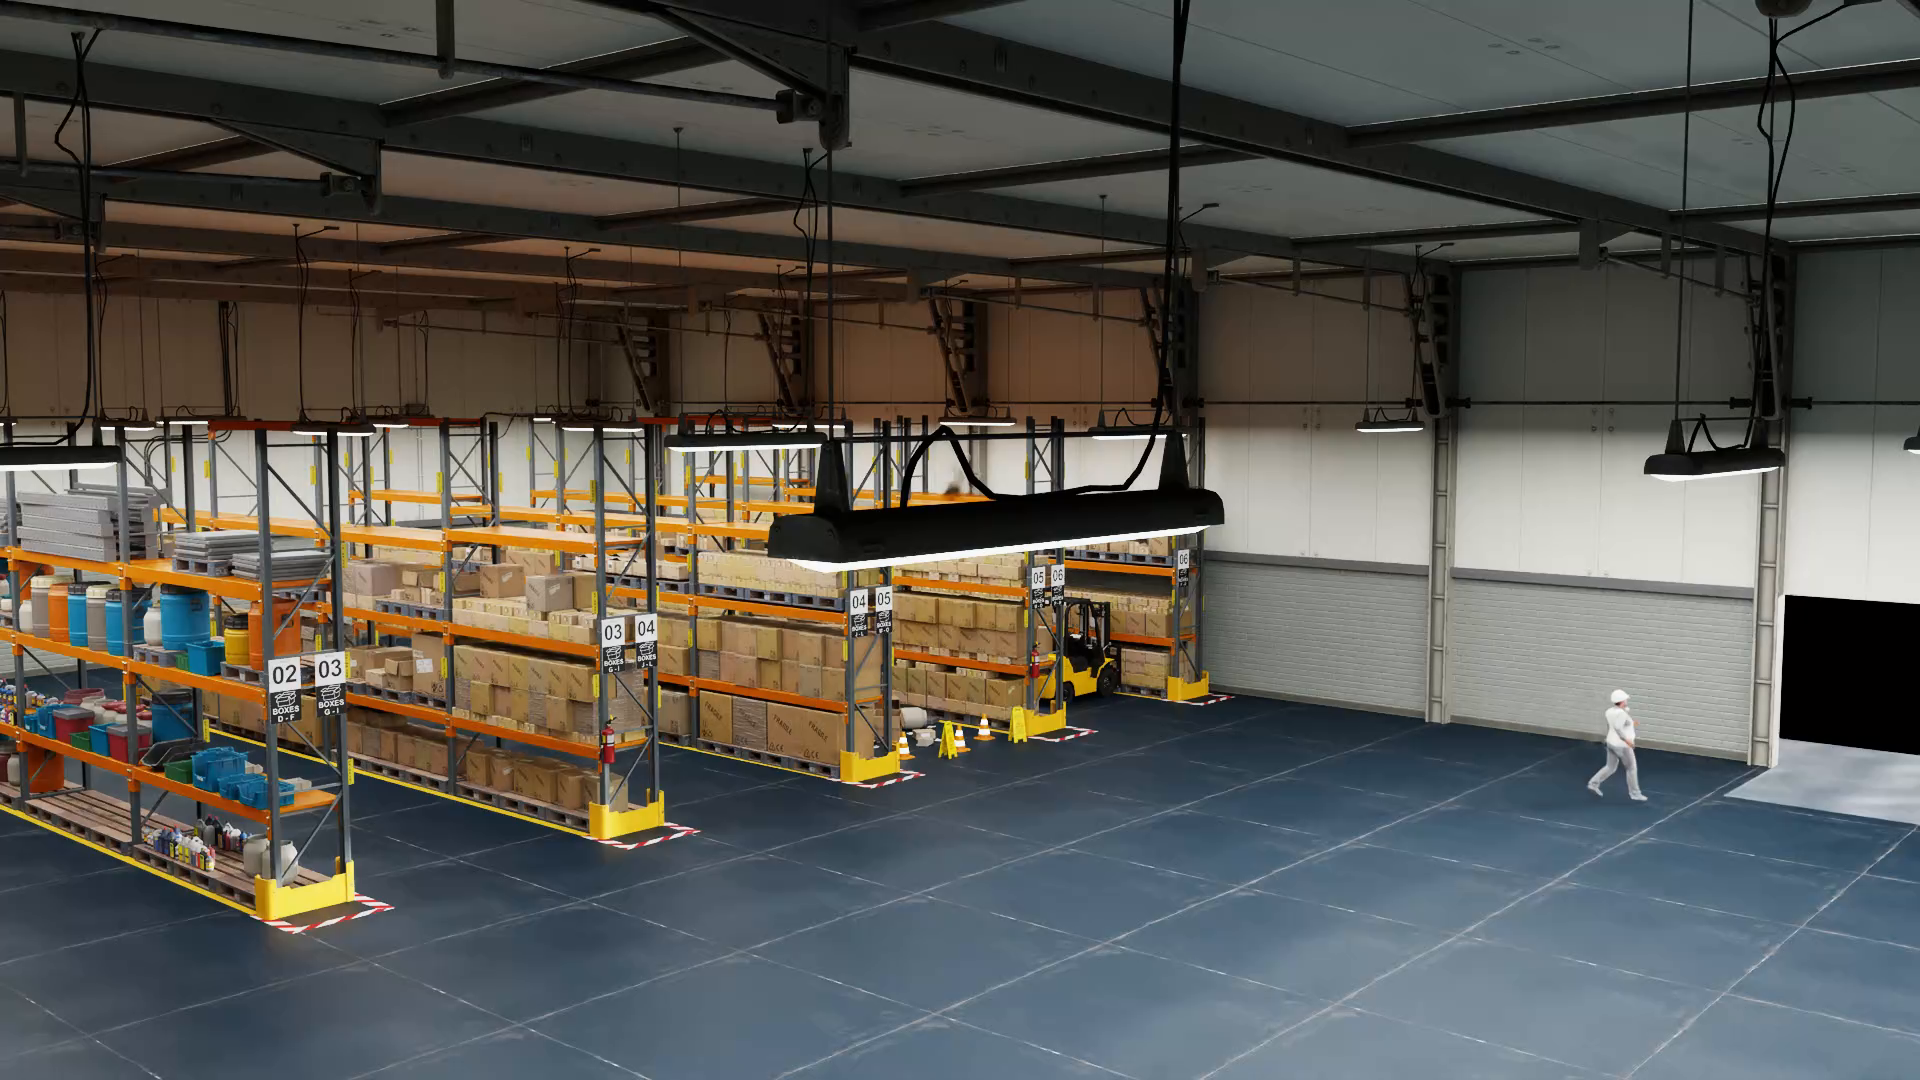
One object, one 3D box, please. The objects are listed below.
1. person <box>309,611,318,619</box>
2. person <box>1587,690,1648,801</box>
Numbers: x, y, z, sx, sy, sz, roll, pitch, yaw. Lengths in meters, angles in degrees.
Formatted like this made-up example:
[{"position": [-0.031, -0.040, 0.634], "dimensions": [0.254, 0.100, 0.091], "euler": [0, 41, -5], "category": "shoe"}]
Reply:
[{"position": [-14.822, 2.395, 38.002], "dimensions": [0.561, 1.596, 0.636], "euler": [0, 5, 1], "category": "person"}, {"position": [10.413, 3.240, 26.247], "dimensions": [0.968, 1.760, 0.653], "euler": [-1, 5, -11], "category": "person"}]
